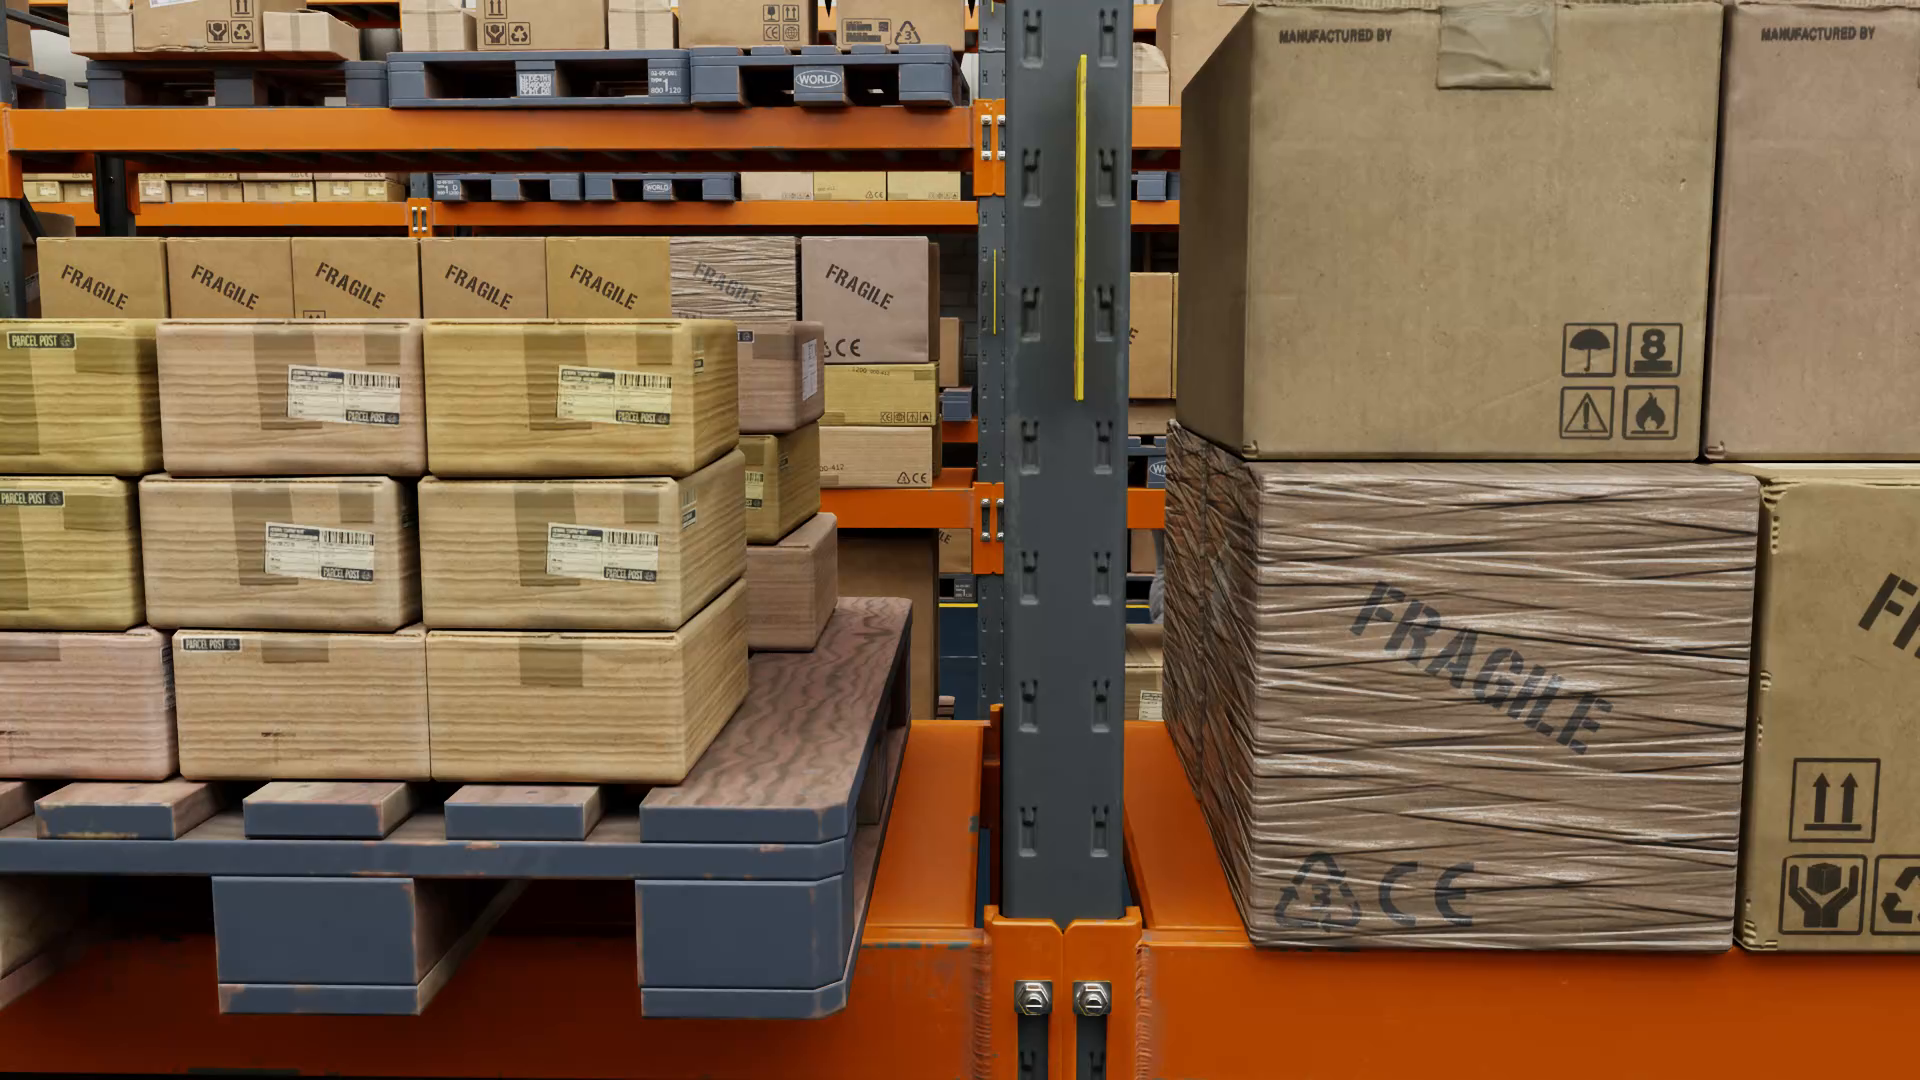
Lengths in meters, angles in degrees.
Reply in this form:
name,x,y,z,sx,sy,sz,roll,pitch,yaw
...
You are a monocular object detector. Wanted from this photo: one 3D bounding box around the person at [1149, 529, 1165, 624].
name,x,y,z,sx,sy,sz,roll,pitch,yaw
person,1.308,-0.152,9.931,0.375,1.701,0.561,-3,8,-23
